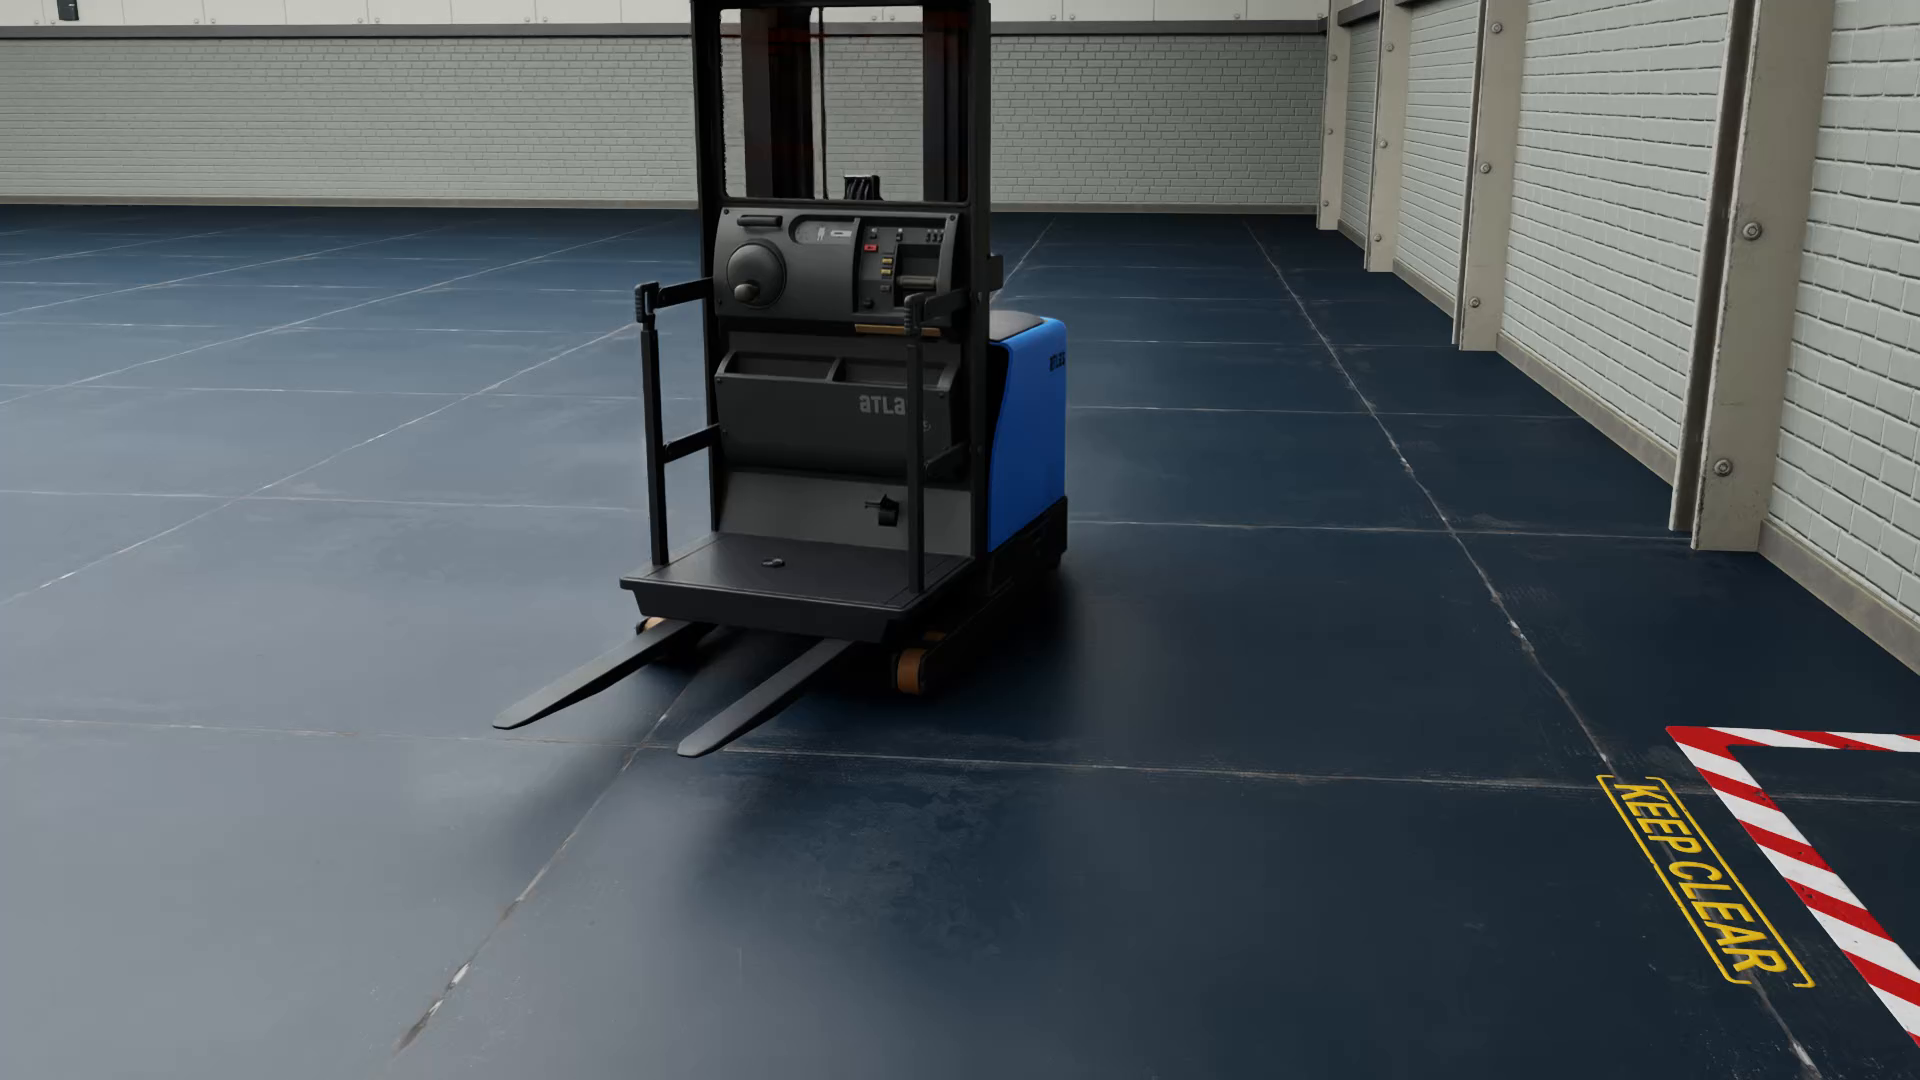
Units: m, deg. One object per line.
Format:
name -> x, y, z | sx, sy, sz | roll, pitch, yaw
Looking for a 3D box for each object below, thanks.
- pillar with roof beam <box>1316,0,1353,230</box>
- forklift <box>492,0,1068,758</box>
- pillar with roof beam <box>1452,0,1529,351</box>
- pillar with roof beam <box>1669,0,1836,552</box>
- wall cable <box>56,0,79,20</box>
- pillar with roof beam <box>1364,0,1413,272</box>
pillar with roof beam -> 1.241, -9.142, 24.233 | 9.100, 9.000, 0.400 | 2, 15, 6
forklift -> -0.521, -1.002, 5.754 | 1.130, 2.935, 3.031 | 5, 16, 20
pillar with roof beam -> -0.113, -6.030, 12.723 | 9.100, 9.000, 0.400 | 2, 15, 6
pillar with roof beam -> -0.790, -4.474, 6.968 | 9.100, 9.000, 0.400 | 2, 15, 6
wall cable -> -14.703, -12.027, 28.384 | 2.305, 6.003, 0.169 | 2, 15, 6
pillar with roof beam -> 0.564, -7.586, 18.478 | 9.100, 9.000, 0.400 | 2, 15, 6
